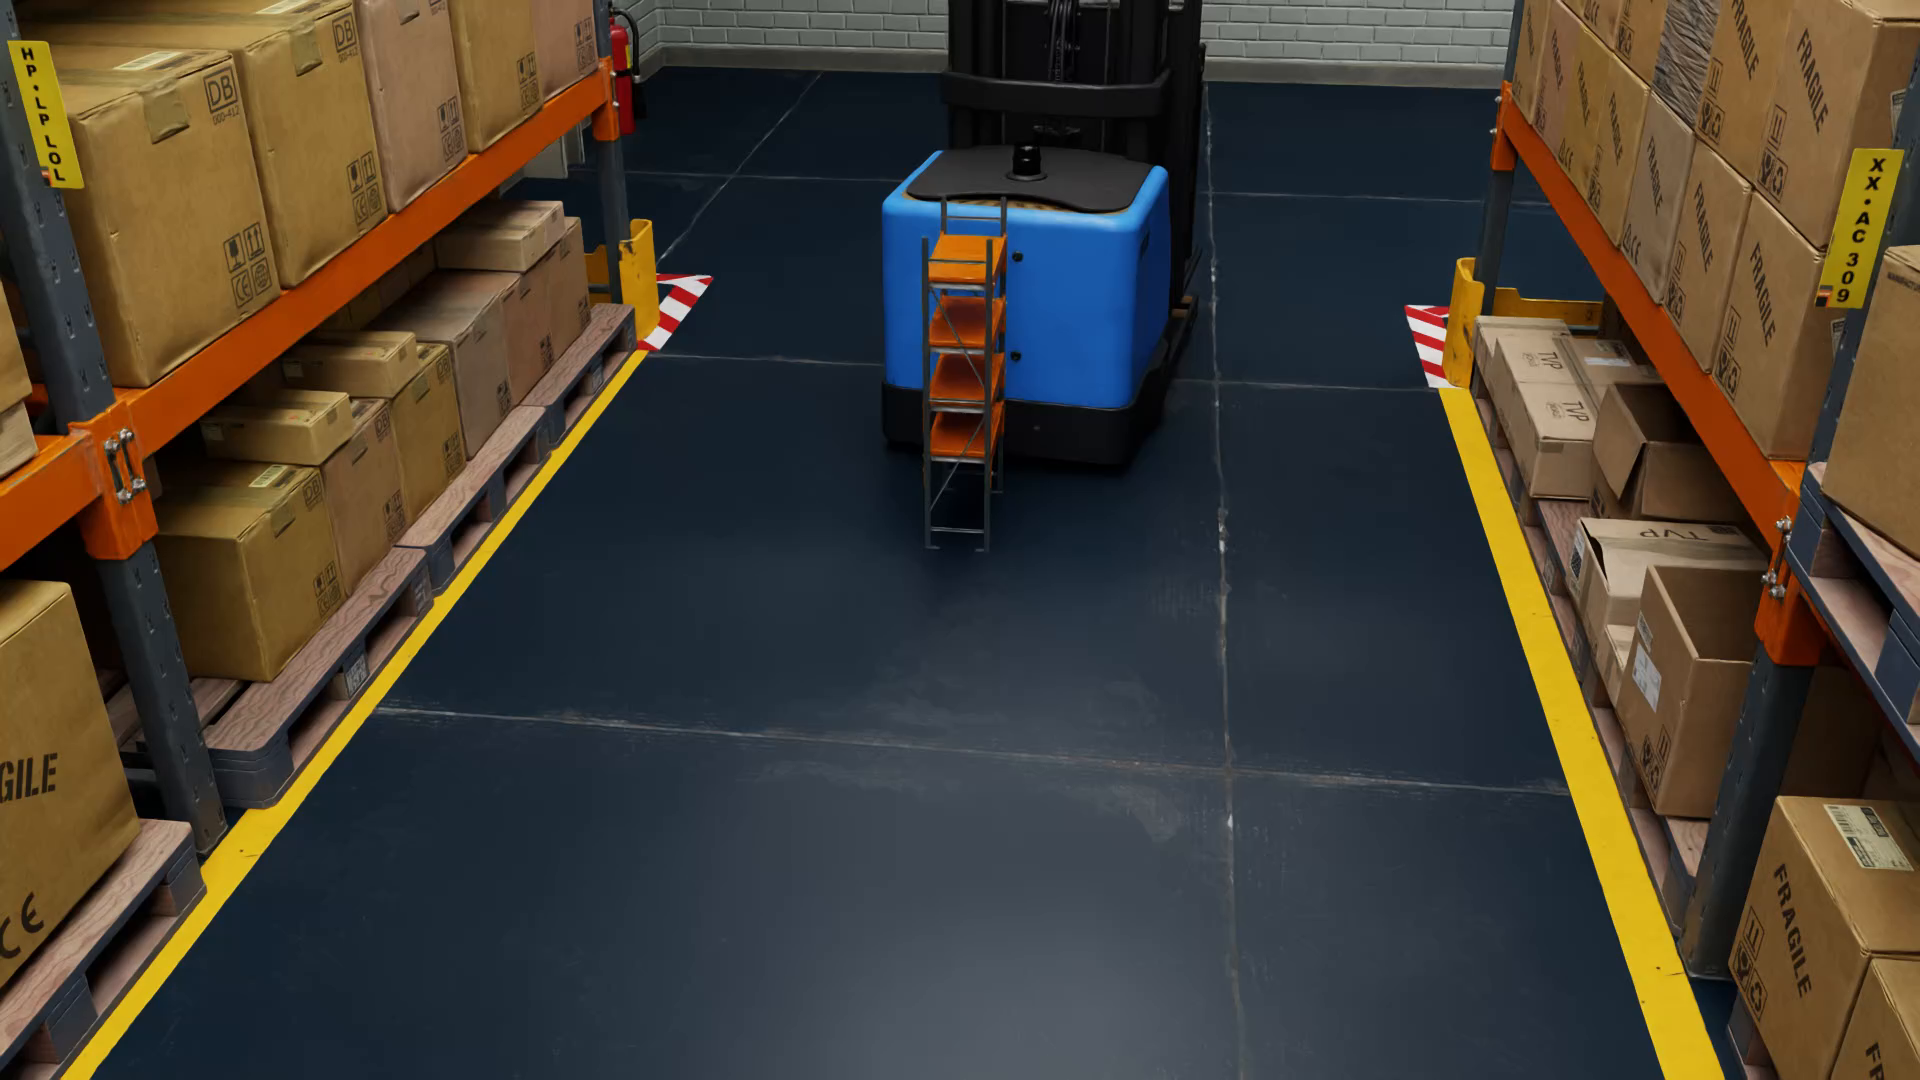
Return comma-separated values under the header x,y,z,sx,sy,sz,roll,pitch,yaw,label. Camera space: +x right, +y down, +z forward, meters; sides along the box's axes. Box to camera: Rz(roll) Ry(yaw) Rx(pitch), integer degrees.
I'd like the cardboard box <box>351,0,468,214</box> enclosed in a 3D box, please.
x,y,z,sx,sy,sz,roll,pitch,yaw,label
-2.321,-1.570,5.685,0.980,0.700,0.700,2,28,4,cardboard box

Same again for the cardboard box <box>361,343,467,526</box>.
x,y,z,sx,sy,sz,roll,pitch,yaw,label
-2.254,-0.405,6.032,0.700,0.500,0.500,4,29,7,cardboard box

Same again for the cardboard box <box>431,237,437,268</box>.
x,y,z,sx,sy,sz,roll,pitch,yaw,label
-2.318,-1.246,6.910,0.380,0.149,0.250,3,29,6,cardboard box

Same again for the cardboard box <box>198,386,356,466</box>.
x,y,z,sx,sy,sz,roll,pitch,yaw,label
-2.161,-0.363,5.271,0.380,0.149,0.250,4,29,8,cardboard box

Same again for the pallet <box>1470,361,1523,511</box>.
x,y,z,sx,sy,sz,roll,pitch,yaw,label
2.723,-0.455,6.872,1.003,0.211,1.213,3,28,6,pallet

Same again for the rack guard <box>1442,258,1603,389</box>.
x,y,z,sx,sy,sz,roll,pitch,yaw,label
2.820,-0.957,7.500,1.175,0.500,0.348,3,28,6,rack guard

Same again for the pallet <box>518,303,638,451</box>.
x,y,z,sx,sy,sz,roll,pitch,yaw,label
-2.108,-0.771,7.459,1.003,0.211,1.213,3,28,6,pallet

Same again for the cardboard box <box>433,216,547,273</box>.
x,y,z,sx,sy,sz,roll,pitch,yaw,label
-1.939,-1.223,6.866,0.380,0.149,0.250,4,29,8,cardboard box

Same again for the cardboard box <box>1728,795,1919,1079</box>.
x,y,z,sx,sy,sz,roll,pitch,yaw,label
2.038,0.910,3.571,0.500,0.500,0.500,2,28,4,cardboard box

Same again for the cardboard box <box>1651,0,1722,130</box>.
x,y,z,sx,sy,sz,roll,pitch,yaw,label
2.266,-1.427,4.576,0.500,0.500,0.500,4,29,7,cardboard box

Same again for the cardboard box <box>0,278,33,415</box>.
x,y,z,sx,sy,sz,roll,pitch,yaw,label
-2.384,-0.449,3.480,0.500,0.500,0.500,3,28,5,cardboard box

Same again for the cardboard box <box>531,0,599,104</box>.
x,y,z,sx,sy,sz,roll,pitch,yaw,label
-2.140,-2.271,6.987,0.980,0.700,0.700,5,29,9,cardboard box

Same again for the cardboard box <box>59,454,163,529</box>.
x,y,z,sx,sy,sz,roll,pitch,yaw,label
-2.599,-0.156,4.886,0.380,0.149,0.250,3,28,6,cardboard box

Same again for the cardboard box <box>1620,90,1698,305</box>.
x,y,z,sx,sy,sz,roll,pitch,yaw,label
2.268,-0.990,4.819,0.500,0.500,0.500,4,29,7,cardboard box

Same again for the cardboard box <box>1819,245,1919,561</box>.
x,y,z,sx,sy,sz,roll,pitch,yaw,label
2.059,-0.230,2.965,0.700,0.500,0.500,-6,29,-11,cardboard box

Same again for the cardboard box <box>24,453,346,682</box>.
x,y,z,sx,sy,sz,roll,pitch,yaw,label
-2.384,0.073,5.145,0.700,0.500,0.500,4,29,7,cardboard box

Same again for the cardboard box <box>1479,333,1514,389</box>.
x,y,z,sx,sy,sz,roll,pitch,yaw,label
2.406,-0.745,6.994,0.380,0.166,0.250,3,28,6,cardboard box

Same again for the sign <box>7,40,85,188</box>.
x,y,z,sx,sy,sz,roll,pitch,yaw,label
-2.038,-0.945,3.704,0.100,0.325,0.005,3,28,6,sign

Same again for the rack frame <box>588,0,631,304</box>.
x,y,z,sx,sy,sz,roll,pitch,yaw,label
-2.087,-2.380,7.505,1.000,3.000,0.127,3,28,6,rack frame

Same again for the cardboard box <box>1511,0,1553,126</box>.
x,y,z,sx,sy,sz,roll,pitch,yaw,label
2.513,-1.944,6.590,0.500,0.500,0.500,4,29,7,cardboard box

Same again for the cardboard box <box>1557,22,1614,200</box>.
x,y,z,sx,sy,sz,roll,pitch,yaw,label
2.391,-1.465,5.701,0.500,0.500,0.500,3,28,6,cardboard box

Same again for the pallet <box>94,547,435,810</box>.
x,y,z,sx,sy,sz,roll,pitch,yaw,label
-2.407,0.377,5.327,1.003,0.211,1.213,3,28,6,pallet

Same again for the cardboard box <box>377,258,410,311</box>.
x,y,z,sx,sy,sz,roll,pitch,yaw,label
-2.380,-1.009,6.469,0.380,0.149,0.250,4,29,7,cardboard box

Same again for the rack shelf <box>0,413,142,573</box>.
x,y,z,sx,sy,sz,roll,pitch,yaw,label
-2.823,0.761,2.433,1.077,0.370,4.000,3,28,6,rack shelf

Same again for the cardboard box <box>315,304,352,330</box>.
x,y,z,sx,sy,sz,roll,pitch,yaw,label
-2.442,-0.769,6.023,0.380,0.149,0.250,3,28,5,cardboard box

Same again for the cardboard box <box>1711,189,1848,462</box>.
x,y,z,sx,sy,sz,roll,pitch,yaw,label
2.146,-0.505,3.919,0.500,0.500,0.500,4,29,7,cardboard box

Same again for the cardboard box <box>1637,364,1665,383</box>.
x,y,z,sx,sy,sz,roll,pitch,yaw,label
2.868,-0.584,6.695,0.380,0.166,0.250,3,28,6,cardboard box

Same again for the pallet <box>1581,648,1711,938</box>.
x,y,z,sx,sy,sz,roll,pitch,yaw,label
2.424,0.694,4.740,1.003,0.211,1.213,3,28,6,pallet

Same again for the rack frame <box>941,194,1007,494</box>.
x,y,z,sx,sy,sz,roll,pitch,yaw,label
0.050,-0.721,6.323,0.240,1.200,0.015,3,28,6,rack frame

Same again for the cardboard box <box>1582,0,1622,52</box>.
x,y,z,sx,sy,sz,roll,pitch,yaw,label
2.391,-1.903,5.459,0.500,0.500,0.500,4,29,7,cardboard box

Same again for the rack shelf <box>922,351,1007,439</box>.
x,y,z,sx,sy,sz,roll,pitch,yaw,label
0.020,-0.547,6.142,0.258,0.148,0.480,3,28,6,rack shelf

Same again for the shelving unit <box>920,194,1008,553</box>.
x,y,z,sx,sy,sz,roll,pitch,yaw,label
0.020,-0.606,6.110,0.258,1.200,0.503,3,28,6,shelving unit

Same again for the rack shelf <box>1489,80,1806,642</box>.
x,y,z,sx,sy,sz,roll,pitch,yaw,label
2.584,-0.835,5.397,1.077,0.370,4.000,3,28,6,rack shelf

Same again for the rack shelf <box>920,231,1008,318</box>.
x,y,z,sx,sy,sz,roll,pitch,yaw,label
0.020,-0.952,5.924,0.258,0.148,0.480,3,28,6,rack shelf

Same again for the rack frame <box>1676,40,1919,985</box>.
x,y,z,sx,sy,sz,roll,pitch,yaw,label
2.339,-0.211,3.479,1.000,3.000,0.127,3,28,6,rack frame

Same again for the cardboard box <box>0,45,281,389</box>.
x,y,z,sx,sy,sz,roll,pitch,yaw,label
-2.495,-0.883,4.411,0.980,0.700,0.700,4,29,7,cardboard box

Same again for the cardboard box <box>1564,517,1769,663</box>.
x,y,z,sx,sy,sz,roll,pitch,yaw,label
2.219,0.142,5.196,0.500,0.311,0.500,3,28,6,cardboard box

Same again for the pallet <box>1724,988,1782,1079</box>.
x,y,z,sx,sy,sz,roll,pitch,yaw,label
2.277,1.402,3.425,1.003,0.211,1.213,3,28,6,pallet

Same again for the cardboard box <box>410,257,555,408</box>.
x,y,z,sx,sy,sz,roll,pitch,yaw,label
-2.135,-0.893,6.938,0.700,0.500,0.500,3,28,6,cardboard box

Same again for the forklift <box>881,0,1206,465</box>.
x,y,z,sx,sy,sz,roll,pitch,yaw,label
0.550,-2.274,7.381,1.130,2.935,3.031,7,29,13,forklift

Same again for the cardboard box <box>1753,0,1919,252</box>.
x,y,z,sx,sy,sz,roll,pitch,yaw,label
2.144,-0.948,3.687,0.500,0.500,0.500,3,29,6,cardboard box

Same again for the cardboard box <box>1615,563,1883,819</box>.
x,y,z,sx,sy,sz,roll,pitch,yaw,label
2.128,0.411,4.495,0.500,0.500,0.500,3,28,6,cardboard box

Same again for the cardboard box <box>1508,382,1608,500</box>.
x,y,z,sx,sy,sz,roll,pitch,yaw,label
2.359,-0.367,6.203,0.500,0.250,0.500,3,28,6,cardboard box
